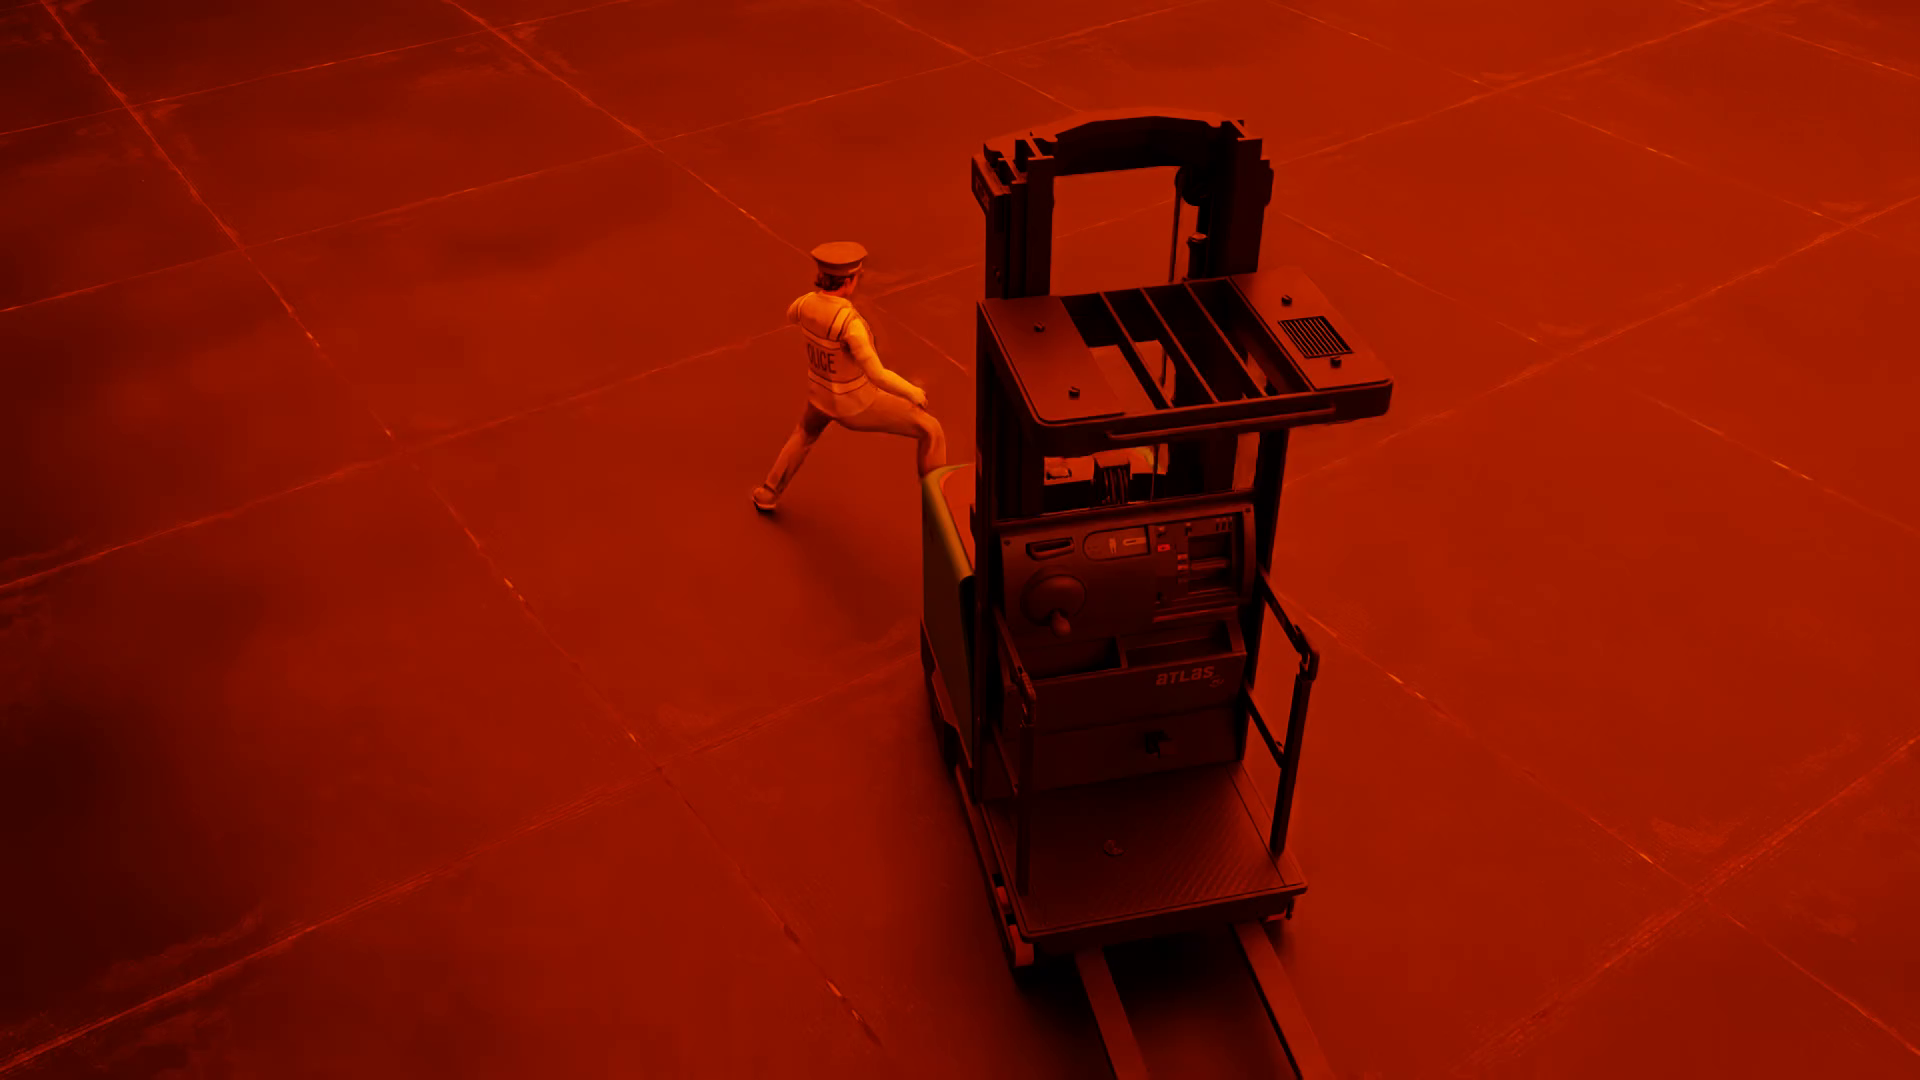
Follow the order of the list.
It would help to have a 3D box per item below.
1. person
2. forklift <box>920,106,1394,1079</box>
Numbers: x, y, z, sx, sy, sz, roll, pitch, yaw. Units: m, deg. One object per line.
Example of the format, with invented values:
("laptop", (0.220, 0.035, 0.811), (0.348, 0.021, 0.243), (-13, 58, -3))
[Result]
("person", (-0.539, -0.776, 8.243), (0.865, 1.531, 0.927), (-29, 45, -33))
("forklift", (0.648, 0.173, 5.710), (1.130, 2.935, 3.031), (-8, 37, -10))
